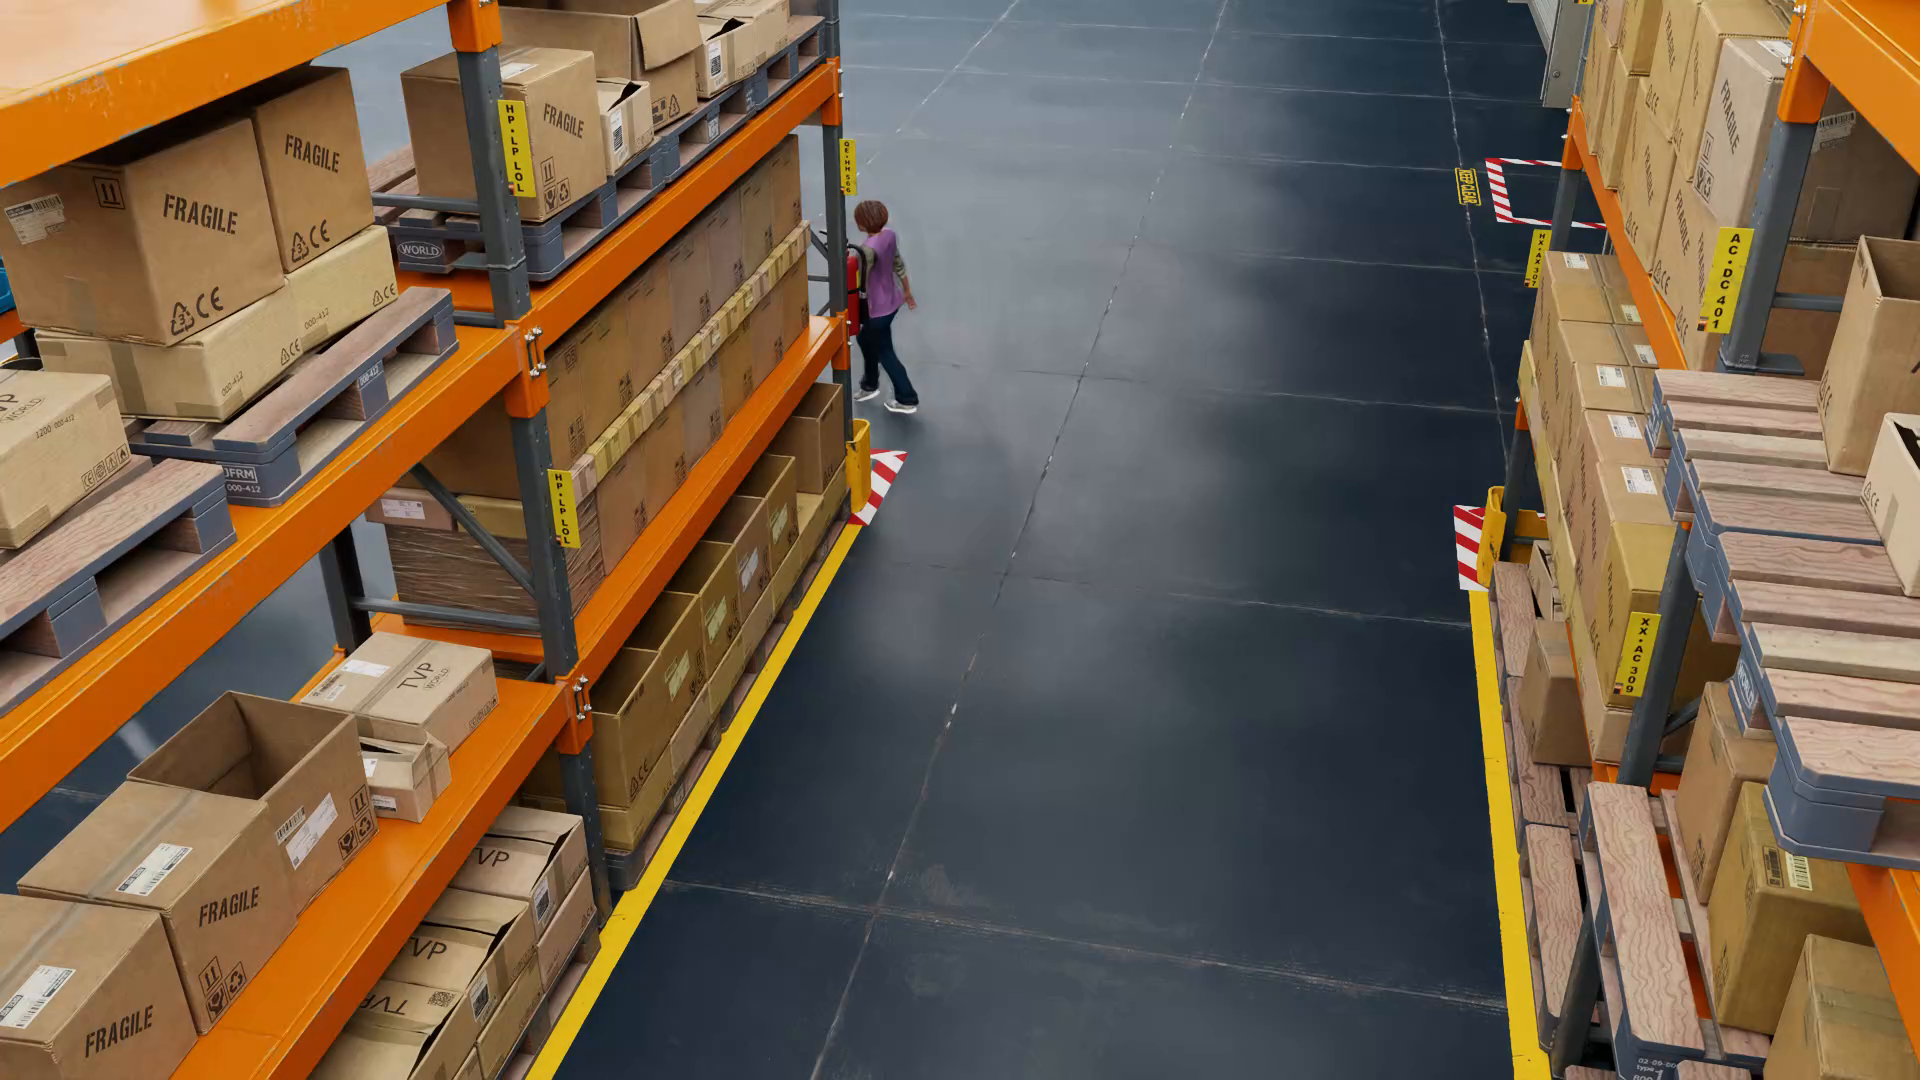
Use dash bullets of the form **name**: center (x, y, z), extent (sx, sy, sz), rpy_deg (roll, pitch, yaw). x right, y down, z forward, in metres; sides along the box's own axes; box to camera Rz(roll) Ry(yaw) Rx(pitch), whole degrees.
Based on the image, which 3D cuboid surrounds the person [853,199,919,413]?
- **person**: center (-0.569, -1.593, 11.482), extent (0.588, 1.621, 0.514), rpy_deg (10, 31, 18)
